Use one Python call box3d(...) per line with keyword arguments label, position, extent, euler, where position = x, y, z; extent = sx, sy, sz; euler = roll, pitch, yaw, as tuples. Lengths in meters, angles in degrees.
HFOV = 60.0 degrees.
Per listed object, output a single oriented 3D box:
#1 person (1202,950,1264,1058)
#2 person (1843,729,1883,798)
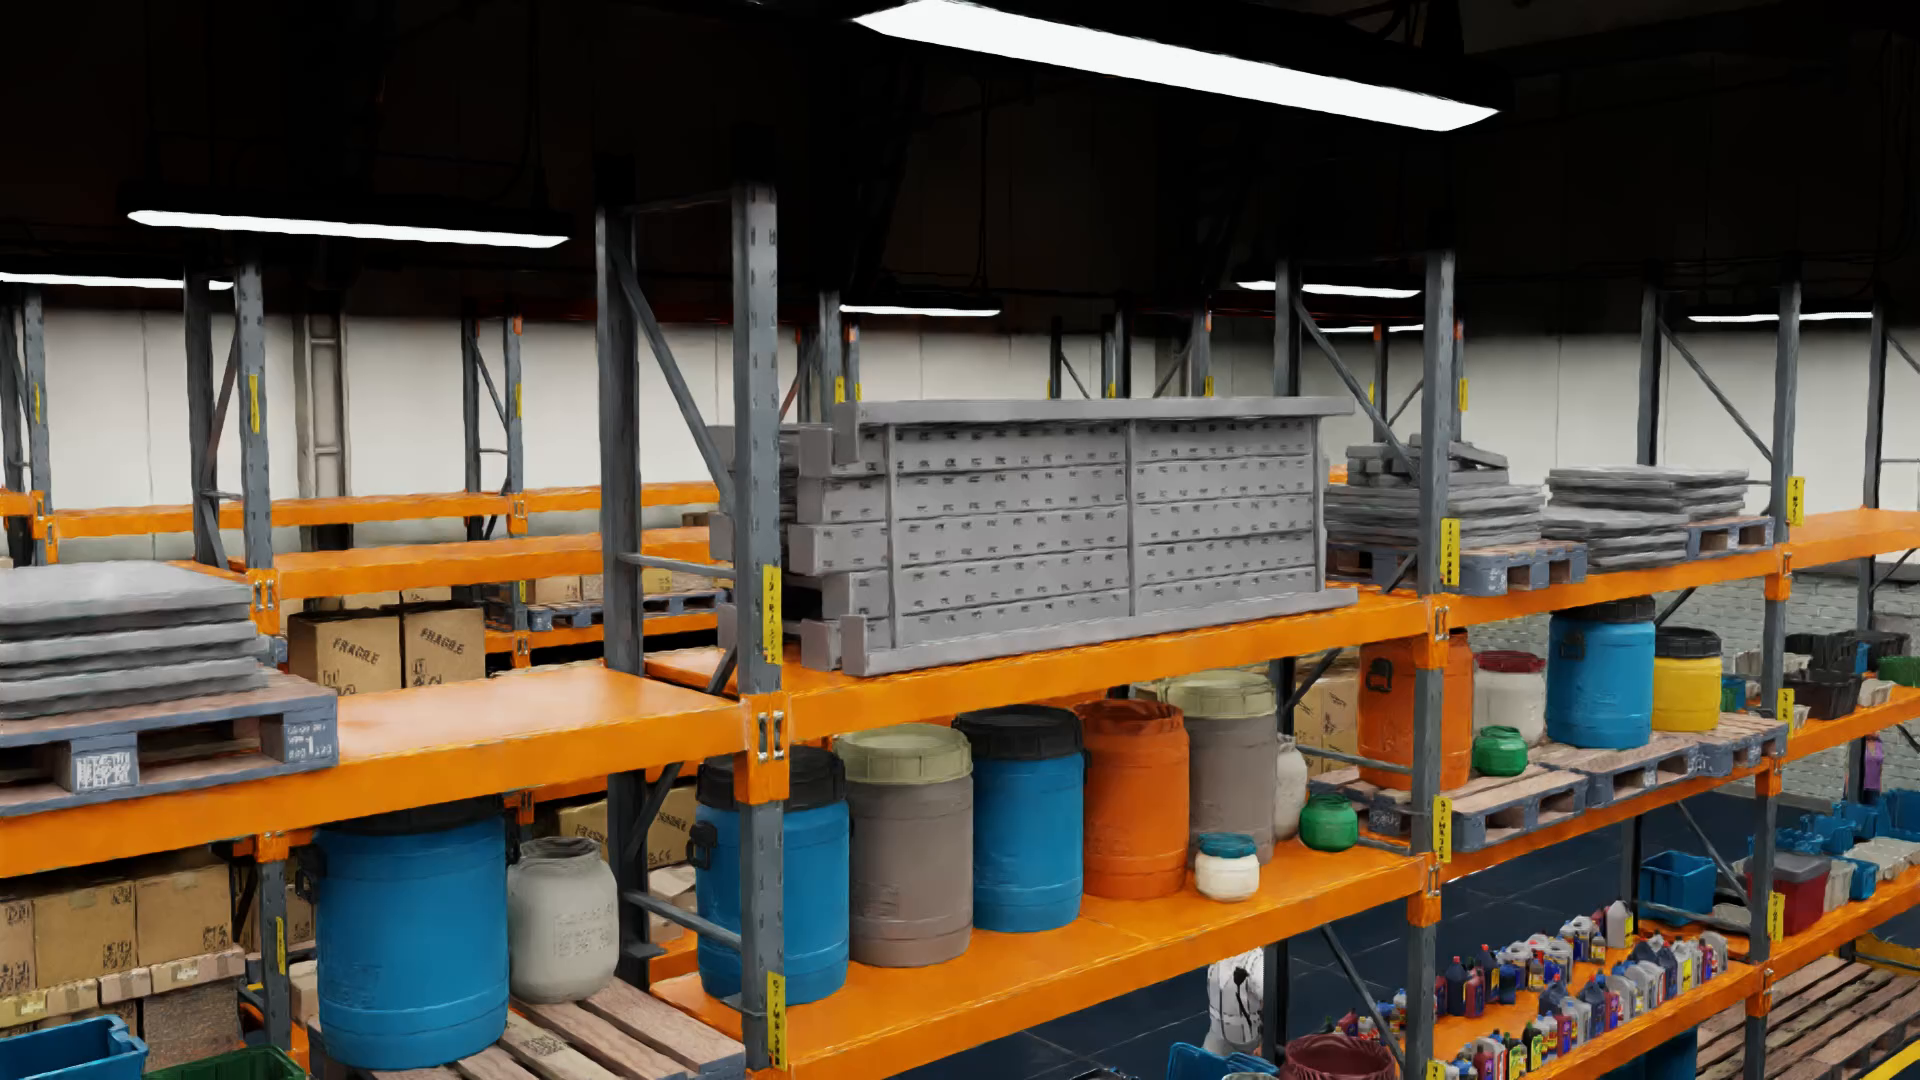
box3d(label="person", position=(1.858, 3.268, 11.100), extent=(1.111, 1.670, 0.540), euler=(-5, 7, -43))
box3d(label="person", position=(9.758, 2.346, 17.935), extent=(0.434, 0.929, 0.316), euler=(0, 5, 1))
